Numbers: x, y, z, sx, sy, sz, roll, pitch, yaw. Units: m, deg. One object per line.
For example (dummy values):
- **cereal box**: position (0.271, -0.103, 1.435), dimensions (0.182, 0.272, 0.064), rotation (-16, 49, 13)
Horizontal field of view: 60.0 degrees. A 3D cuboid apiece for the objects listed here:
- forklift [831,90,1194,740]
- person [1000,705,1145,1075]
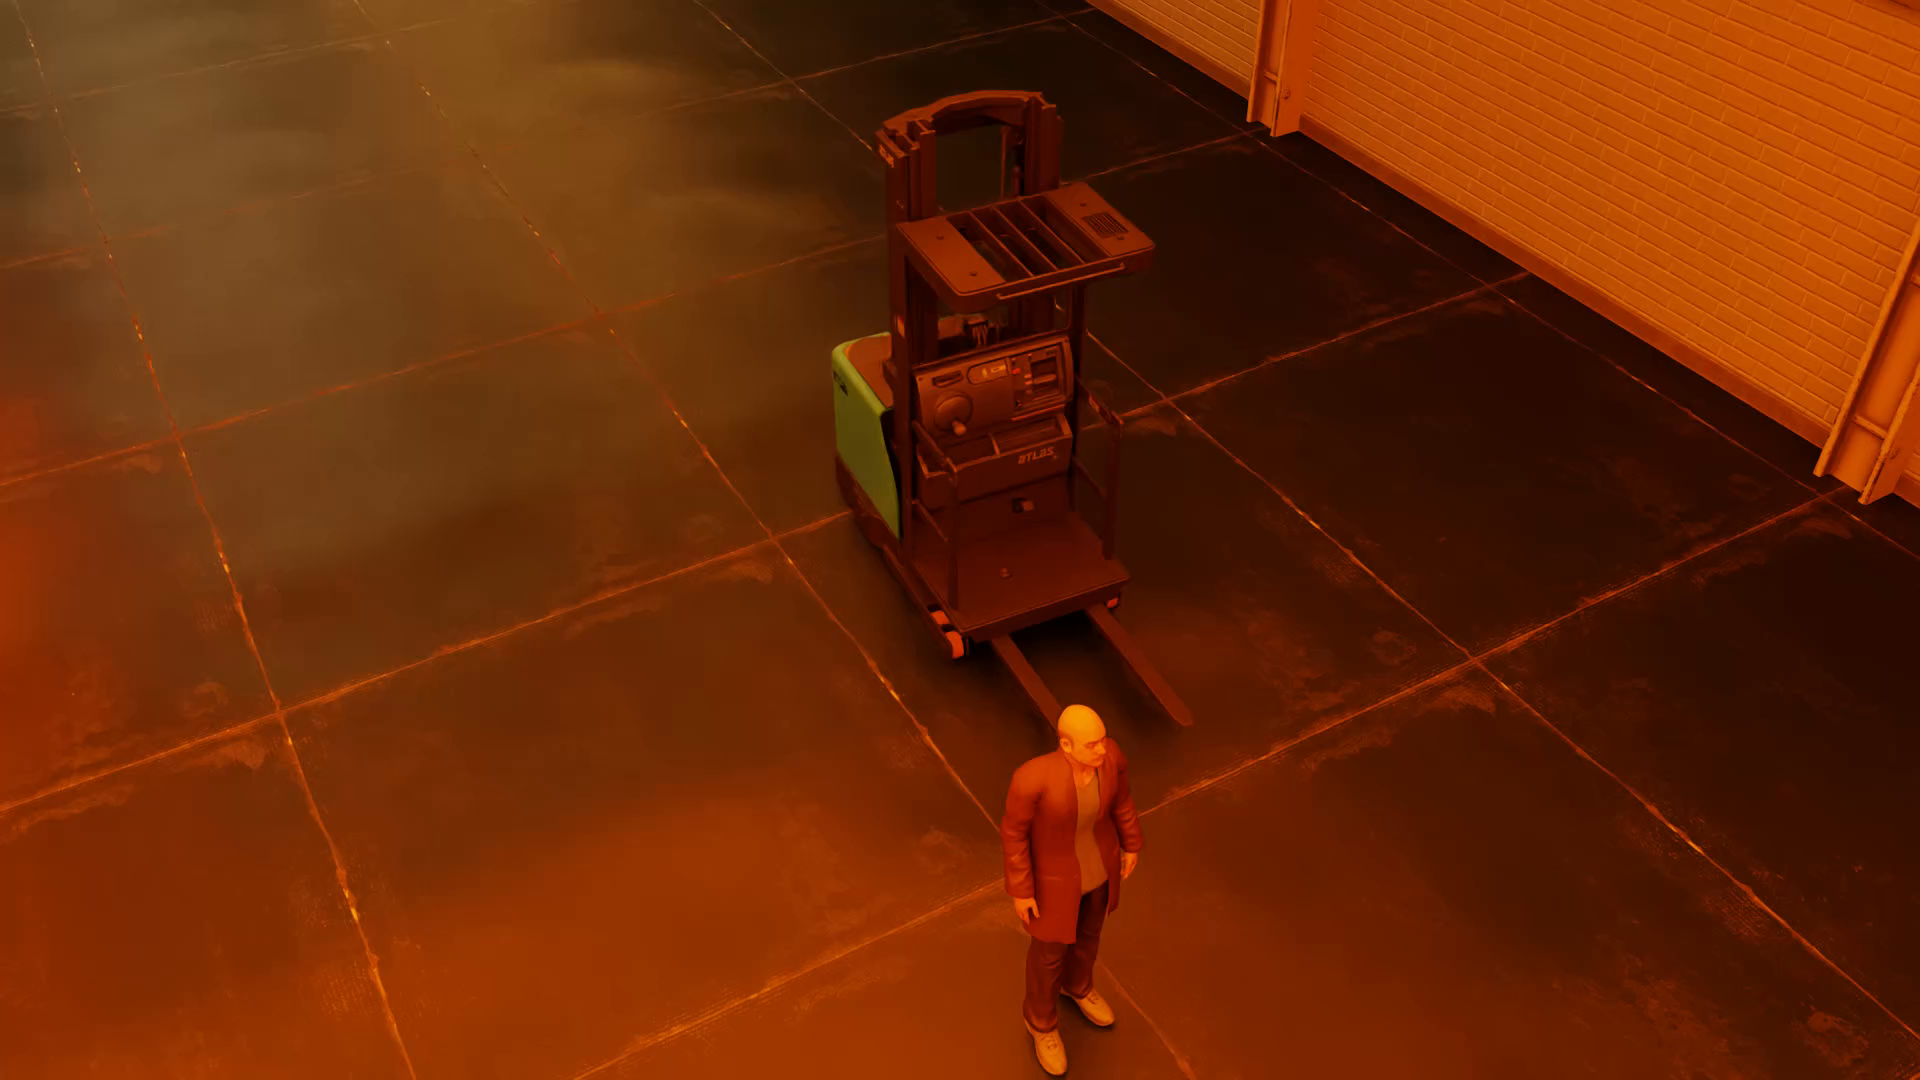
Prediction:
- **forklift**: position (0.290, -0.766, 8.960), dimensions (1.130, 2.935, 3.031), rotation (-17, 43, -19)
- **person**: position (0.538, 1.477, 7.150), dimensions (0.693, 1.779, 0.574), rotation (-21, 44, -23)
